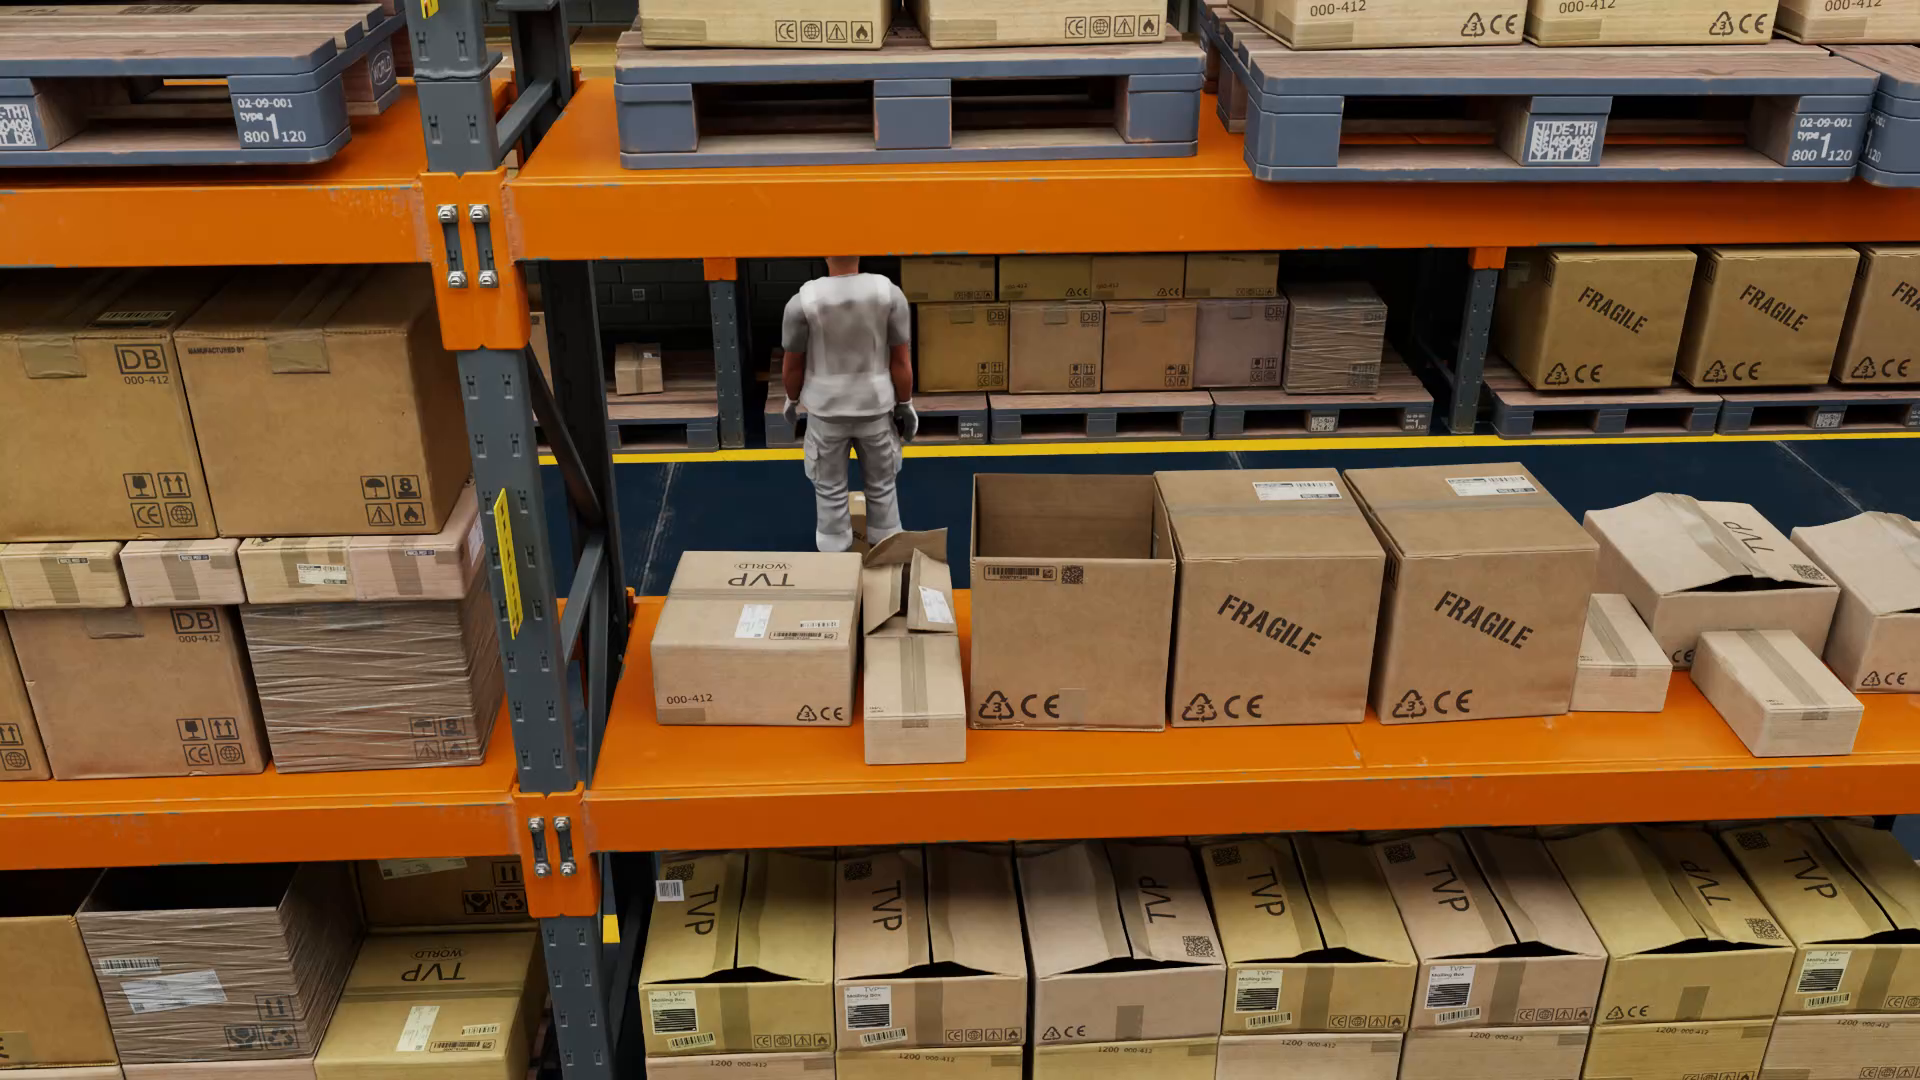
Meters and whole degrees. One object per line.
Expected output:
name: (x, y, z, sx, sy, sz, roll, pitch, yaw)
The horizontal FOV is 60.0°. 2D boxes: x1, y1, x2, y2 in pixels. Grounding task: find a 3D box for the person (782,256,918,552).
person: (-0.470, -0.567, 7.133, 0.571, 1.805, 0.428, -4, 28, -8)
